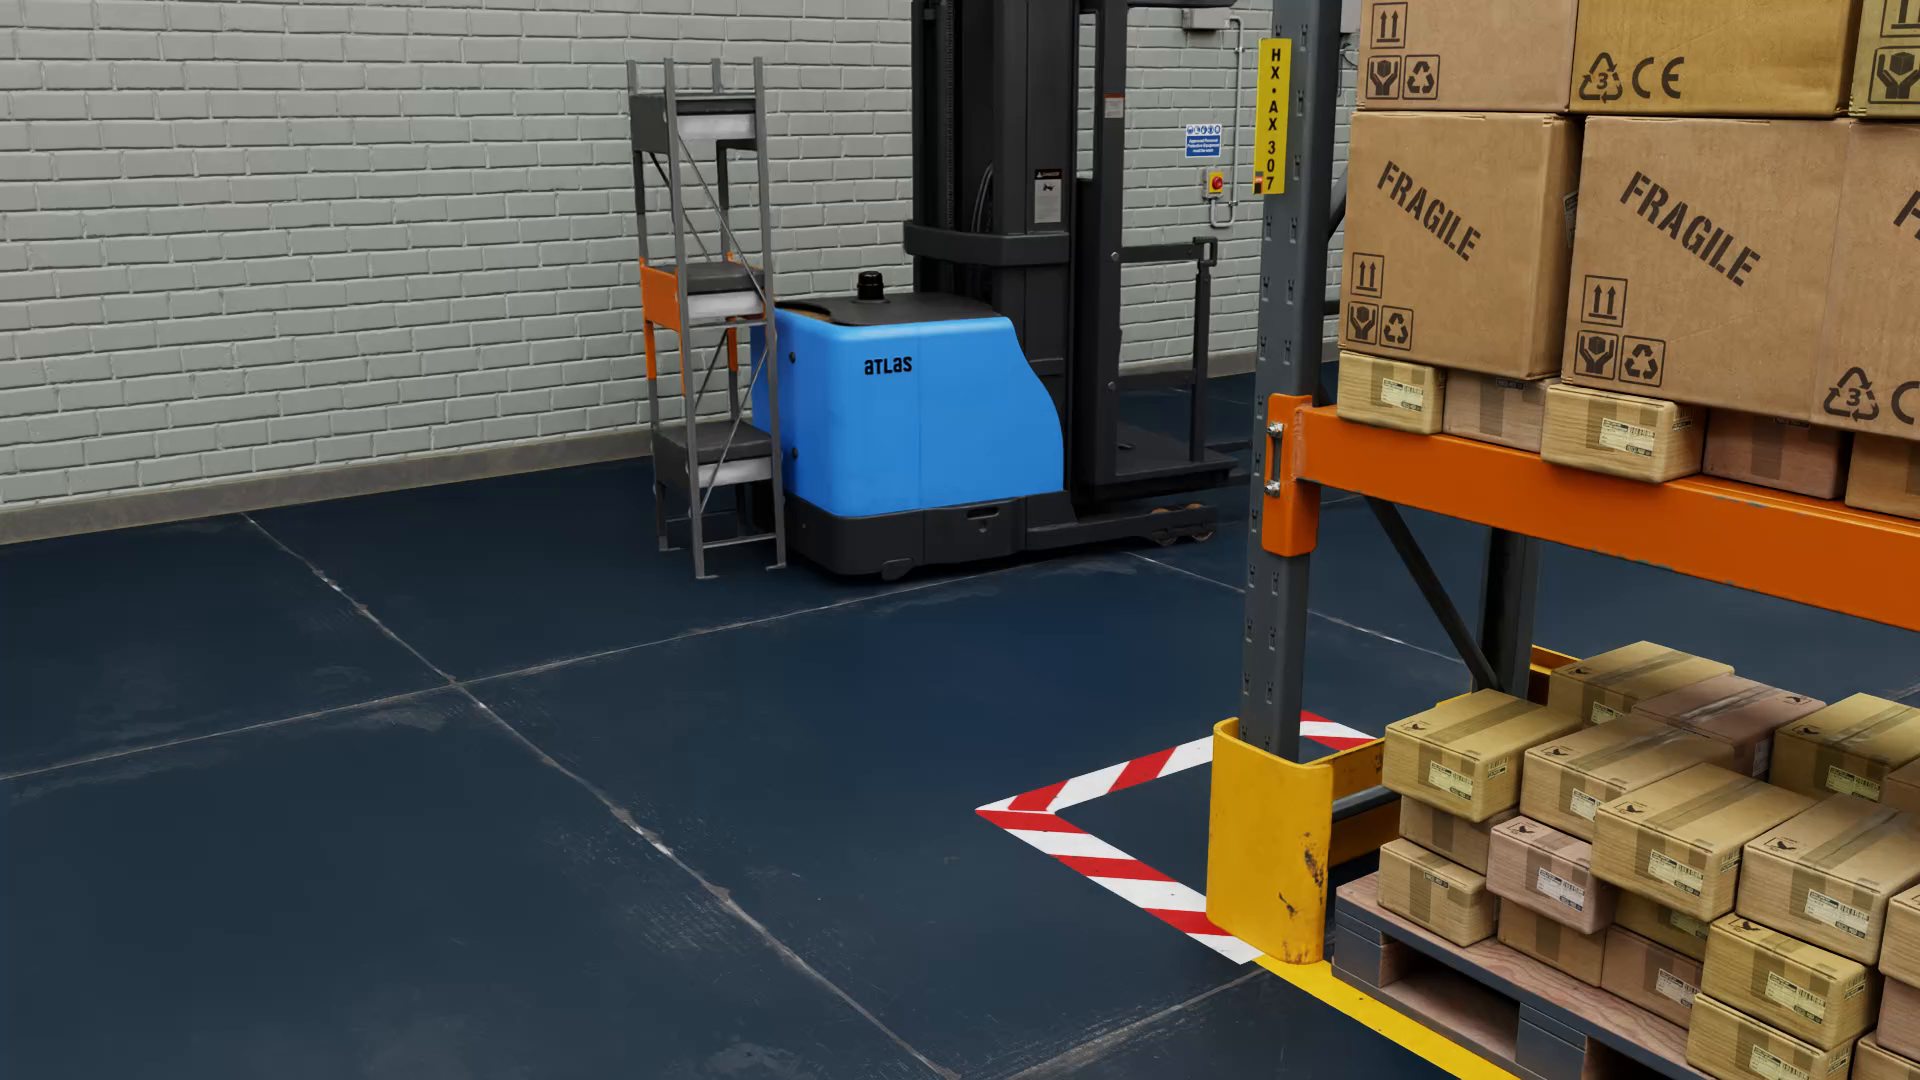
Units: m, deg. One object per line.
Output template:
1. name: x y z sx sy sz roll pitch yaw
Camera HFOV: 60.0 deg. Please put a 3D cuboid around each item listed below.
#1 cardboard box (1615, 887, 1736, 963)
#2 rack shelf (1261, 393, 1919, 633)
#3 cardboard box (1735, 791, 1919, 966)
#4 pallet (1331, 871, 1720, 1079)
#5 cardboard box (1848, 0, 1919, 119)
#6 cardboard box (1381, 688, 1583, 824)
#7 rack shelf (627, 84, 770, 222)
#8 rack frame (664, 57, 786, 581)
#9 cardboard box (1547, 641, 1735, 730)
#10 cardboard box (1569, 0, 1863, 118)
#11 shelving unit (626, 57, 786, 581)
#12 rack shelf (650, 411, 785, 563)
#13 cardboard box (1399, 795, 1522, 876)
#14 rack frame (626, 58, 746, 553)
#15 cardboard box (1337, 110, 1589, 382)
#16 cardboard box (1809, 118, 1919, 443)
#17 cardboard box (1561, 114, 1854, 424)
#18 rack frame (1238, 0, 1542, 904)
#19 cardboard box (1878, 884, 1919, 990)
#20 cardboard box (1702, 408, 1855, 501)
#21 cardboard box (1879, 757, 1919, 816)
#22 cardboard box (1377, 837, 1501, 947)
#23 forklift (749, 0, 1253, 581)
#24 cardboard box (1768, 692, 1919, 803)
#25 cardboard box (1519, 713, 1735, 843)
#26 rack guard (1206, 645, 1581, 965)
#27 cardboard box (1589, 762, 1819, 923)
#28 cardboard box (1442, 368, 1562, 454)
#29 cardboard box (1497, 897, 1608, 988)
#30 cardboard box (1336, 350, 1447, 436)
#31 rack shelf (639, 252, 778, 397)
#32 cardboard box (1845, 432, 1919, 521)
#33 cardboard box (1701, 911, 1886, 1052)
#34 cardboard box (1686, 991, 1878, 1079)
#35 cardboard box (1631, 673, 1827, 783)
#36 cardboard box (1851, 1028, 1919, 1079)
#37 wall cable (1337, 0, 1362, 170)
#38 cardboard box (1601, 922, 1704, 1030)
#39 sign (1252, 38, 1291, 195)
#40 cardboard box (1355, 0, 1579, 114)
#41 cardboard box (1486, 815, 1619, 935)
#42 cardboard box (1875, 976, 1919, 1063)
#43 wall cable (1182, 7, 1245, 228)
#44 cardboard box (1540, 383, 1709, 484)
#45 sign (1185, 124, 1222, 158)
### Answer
1. cardboard box: 1.548 0.704 3.362 0.380 0.149 0.250 -11 19 -34
2. rack shelf: 2.292 0.192 2.556 1.077 0.370 4.000 -11 19 -35
3. cardboard box: 1.666 0.622 3.099 0.380 0.149 0.250 -12 19 -37
4. pallet: 1.610 0.958 3.676 1.003 0.211 1.213 -11 19 -35
5. cardboard box: 1.755 -0.898 2.527 0.500 0.500 0.500 -11 19 -36
6. cardboard box: 1.150 0.468 3.662 0.380 0.149 0.250 -12 19 -37
7. rack shelf: -1.067 -1.586 6.778 0.431 0.518 0.480 -9 18 -26
8. rack frame: -0.942 -0.869 6.757 0.400 2.100 0.015 -9 18 -26
9. cardboard box: 1.633 0.377 3.994 0.380 0.149 0.250 -11 19 -34
10. cardboard box: 1.467 -1.012 2.946 0.500 0.500 0.500 -10 18 -33
11. shelving unit: -1.056 -0.926 6.965 0.431 2.100 0.503 -9 18 -26
12. rack shelf: -1.044 -0.239 7.160 0.431 0.518 0.480 -9 18 -26
13. cardboard box: 1.217 0.599 3.748 0.380 0.149 0.250 -10 18 -32
14. rack frame: -1.169 -0.983 7.173 0.400 2.100 0.015 -9 18 -26
15. cardboard box: 1.157 -0.635 3.462 0.500 0.500 0.500 -10 18 -32
16. cardboard box: 1.770 -0.418 2.669 0.500 0.500 0.500 -11 19 -34
17. cardboard box: 1.492 -0.525 3.059 0.500 0.500 0.500 -11 19 -34
18. rack frame: 1.116 -0.582 4.021 1.000 3.000 0.127 -11 19 -35
19. cardboard box: 1.822 0.683 2.878 0.380 0.149 0.250 -10 18 -32
20. cardboard box: 1.603 -0.193 3.076 0.380 0.149 0.250 -10 18 -32
21. cardboard box: 2.090 0.540 3.398 0.380 0.149 0.250 -12 19 -37
22. cardboard box: 1.165 0.752 3.752 0.380 0.149 0.250 -10 18 -33
23. forklift: 0.599 -1.502 7.514 3.031 2.935 1.130 -8 17 -27
24. cardboard box: 1.989 0.475 3.636 0.380 0.149 0.250 -11 19 -36
25. cardboard box: 1.409 0.508 3.515 0.380 0.149 0.250 -10 18 -34
26. rack guard: 1.161 0.640 4.292 1.175 0.500 0.348 -11 19 -35
27. cardboard box: 1.454 0.582 3.246 0.380 0.149 0.250 -11 19 -35
28. cardboard box: 1.225 -0.293 3.440 0.380 0.149 0.250 -10 18 -33
29. cardboard box: 1.386 0.795 3.594 0.380 0.149 0.250 -11 19 -35
30. cardboard box: 1.042 -0.341 3.616 0.380 0.149 0.250 -11 19 -35
31. rack shelf: -1.055 -0.913 6.969 0.431 0.518 0.480 -9 18 -26
32. cardboard box: 1.743 -0.131 2.850 0.380 0.149 0.250 -11 19 -35
33. cardboard box: 1.611 0.776 3.100 0.380 0.149 0.250 -10 18 -33
34. cardboard box: 1.599 0.919 3.142 0.380 0.149 0.250 -11 19 -34
35. cardboard box: 1.734 0.440 3.766 0.380 0.149 0.250 -10 18 -33
36. cardboard box: 1.826 0.958 2.997 0.380 0.149 0.250 -11 19 -34
37. wall cable: 2.867 -3.285 11.972 0.588 1.984 0.122 -11 19 -35
38. cardboard box: 1.537 0.847 3.404 0.380 0.149 0.250 -11 19 -34
39. sign: 0.678 -0.915 3.599 0.100 0.325 0.005 -11 19 -35
40. cardboard box: 1.166 -1.119 3.336 0.500 0.500 0.500 -11 19 -35
41. cardboard box: 1.332 0.666 3.503 0.380 0.149 0.250 -11 19 -35
42. cardboard box: 1.844 0.818 2.947 0.380 0.149 0.250 -12 19 -37
43. wall cable: 1.727 -3.078 11.155 0.585 1.953 0.123 -11 19 -35
44. cardboard box: 1.340 -0.227 3.200 0.380 0.149 0.250 -12 19 -36
45. sign: 1.652 -2.708 11.278 0.327 0.218 0.001 -11 19 -35
